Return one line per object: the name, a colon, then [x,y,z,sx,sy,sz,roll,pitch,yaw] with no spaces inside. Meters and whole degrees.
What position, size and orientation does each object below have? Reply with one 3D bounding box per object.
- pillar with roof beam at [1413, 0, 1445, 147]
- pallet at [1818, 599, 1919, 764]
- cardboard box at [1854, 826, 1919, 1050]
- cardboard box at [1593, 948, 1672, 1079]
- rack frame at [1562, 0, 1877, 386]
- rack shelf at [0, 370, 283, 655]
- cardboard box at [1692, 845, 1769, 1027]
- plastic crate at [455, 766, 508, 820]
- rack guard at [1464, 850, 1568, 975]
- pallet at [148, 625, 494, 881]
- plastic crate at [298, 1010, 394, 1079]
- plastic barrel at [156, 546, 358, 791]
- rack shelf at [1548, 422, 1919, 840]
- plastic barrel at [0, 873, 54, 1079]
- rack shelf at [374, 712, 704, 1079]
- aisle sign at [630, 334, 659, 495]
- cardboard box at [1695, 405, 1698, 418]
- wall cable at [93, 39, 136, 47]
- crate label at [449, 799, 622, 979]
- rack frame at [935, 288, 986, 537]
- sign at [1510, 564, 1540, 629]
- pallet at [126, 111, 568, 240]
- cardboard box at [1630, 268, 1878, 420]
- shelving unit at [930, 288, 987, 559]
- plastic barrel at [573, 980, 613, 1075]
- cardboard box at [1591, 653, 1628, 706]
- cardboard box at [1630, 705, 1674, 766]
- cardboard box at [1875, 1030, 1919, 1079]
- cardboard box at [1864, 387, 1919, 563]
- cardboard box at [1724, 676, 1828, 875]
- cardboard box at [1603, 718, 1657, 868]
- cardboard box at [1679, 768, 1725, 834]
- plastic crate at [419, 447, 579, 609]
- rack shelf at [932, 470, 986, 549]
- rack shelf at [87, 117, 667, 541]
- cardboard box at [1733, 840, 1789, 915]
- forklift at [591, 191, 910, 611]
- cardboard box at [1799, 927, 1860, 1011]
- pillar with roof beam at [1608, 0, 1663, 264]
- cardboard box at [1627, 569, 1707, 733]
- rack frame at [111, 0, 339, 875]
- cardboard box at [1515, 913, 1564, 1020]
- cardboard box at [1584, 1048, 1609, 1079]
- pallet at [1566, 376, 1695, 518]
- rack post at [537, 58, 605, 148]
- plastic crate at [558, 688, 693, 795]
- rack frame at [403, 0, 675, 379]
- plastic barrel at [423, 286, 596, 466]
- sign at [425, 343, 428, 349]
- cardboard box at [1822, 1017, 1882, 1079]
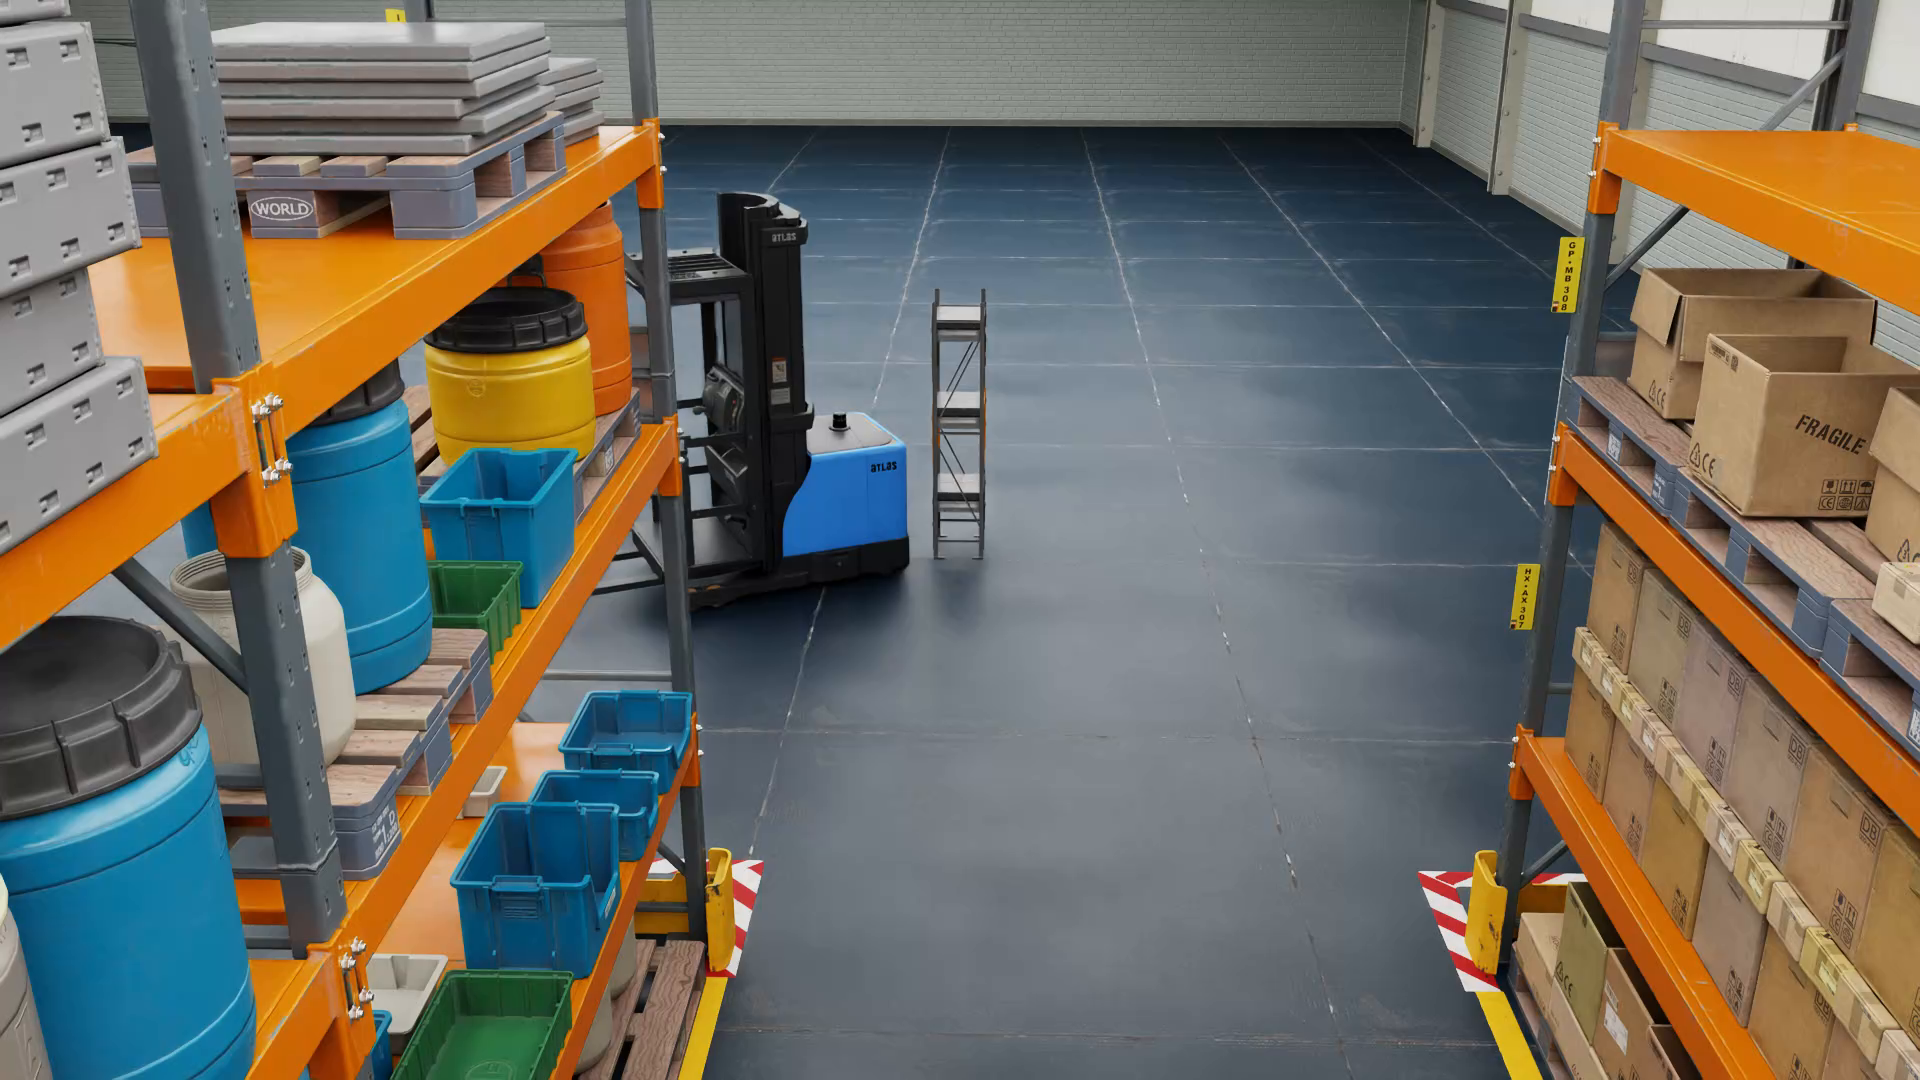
pillar with roof beam: [5.572,-12.663,34.018,9.100,9.000,0.400,1,21,2]
pallet: [3.046,0.493,4.381,1.003,0.211,1.213,1,21,2]
cardboard box: [3.067,1.164,4.744,0.700,0.500,0.500,1,21,1]
cardboard box: [2.913,2.002,6.699,0.500,0.500,0.500,1,21,2]
rack frame: [3.167,-2.084,6.754,1.000,3.000,0.127,1,21,2]
rack shelf: [-1.966,0.551,1.509,1.077,0.370,4.000,1,21,2]
cardboard box: [3.096,1.394,5.944,0.700,0.500,0.500,1,21,3]
plastic crate: [-2.132,1.100,7.206,0.298,0.136,0.250,1,21,2]
rack guard: [3.168,1.869,8.314,1.175,0.500,0.348,1,21,2]
pallet: [-1.981,0.531,4.423,1.213,0.211,1.003,1,21,2]
plastic crate: [-2.143,1.769,5.322,0.499,0.251,0.616,1,21,2]
plastic barrel: [-1.696,0.303,4.013,0.421,0.512,0.421,0,21,0]
rack shelf: [3.107,0.373,5.563,1.077,0.370,4.000,1,21,2]
plastic barrel: [-1.724,0.894,2.533,0.600,0.901,0.600,0,21,0]
rack shelf: [-1.844,1.715,6.250,1.077,0.370,4.000,1,21,2]
aisle sign: [-1.484,-0.578,7.572,0.394,0.787,0.004,1,21,2]
cardboard box: [2.955,-0.406,6.150,0.380,0.149,0.250,1,21,2]
wall cable: [-20.199,-12.565,38.058,3.097,2.526,0.112,1,21,2]
crate label: [-1.569,1.309,6.254,0.502,0.435,0.616,1,21,2]
rack frame: [0.002,-1.007,13.516,0.400,2.100,0.015,1,21,2]
sign: [2.613,0.264,7.690,0.100,0.325,0.005,1,21,2]
pallet: [-1.873,-1.160,5.186,1.003,0.211,1.213,1,21,2]
cardboard box: [3.146,-0.787,6.641,0.797,0.503,0.637,2,21,5]
shelving unit: [-0.005,-0.919,13.288,0.431,2.100,0.503,1,21,2]
plastic barrel: [-1.742,2.041,7.275,0.421,0.512,0.421,0,21,0]
cardboard box: [2.935,0.598,7.098,0.380,0.149,0.250,0,21,0]
cardboard box: [2.916,0.780,6.631,0.380,0.149,0.250,0,21,1]
cardboard box: [2.855,1.525,4.710,0.380,0.149,0.250,0,21,0]
cardboard box: [3.222,-0.143,4.980,0.797,0.503,0.637,3,21,8]
cardboard box: [3.099,0.802,5.676,0.700,0.500,0.500,1,21,2]
cardboard box: [3.129,1.024,6.897,0.700,0.500,0.500,1,21,3]
cardboard box: [2.903,0.969,6.144,0.380,0.149,0.250,0,21,1]
plastic crate: [-1.541,-0.042,5.658,0.392,0.384,0.575,1,21,2]
rack shelf: [-0.005,-0.254,13.546,0.431,0.518,0.480,1,21,2]
rack shelf: [-1.844,-0.895,5.237,1.077,0.370,4.000,1,21,2]
cardboard box: [2.885,1.154,5.667,0.380,0.149,0.250,1,21,3]
forklift: [-1.961,-1.050,12.477,3.031,2.935,1.130,-9,23,-22]
cardboard box: [2.873,1.341,5.184,0.380,0.149,0.250,1,21,1]
pillar with roof beam: [5.207,-8.324,22.836,9.100,9.000,0.400,1,21,2]
cardboard box: [3.128,0.439,6.612,0.700,0.500,0.500,0,21,0]
rack frame: [-1.905,-0.694,3.171,1.000,3.000,0.127,1,21,2]
cardboard box: [2.929,1.990,7.767,0.500,0.250,0.500,1,21,2]
cardboard box: [2.902,2.352,6.835,0.500,0.250,0.500,1,21,2]
pallet: [3.120,-0.389,6.655,1.003,0.211,1.213,1,21,2]
rack post: [-1.934,-1.635,6.288,0.937,0.300,0.954,3,21,7]
plastic crate: [-1.500,0.910,7.535,0.499,0.251,0.616,1,21,2]
rack frame: [-1.783,-2.140,6.898,1.000,3.000,0.127,1,21,2]
plastic barrel: [-1.691,-0.612,6.265,0.600,0.588,0.600,0,21,0]
sign: [-2.333,-0.754,7.459,0.100,0.325,0.005,1,21,2]
cardboard box: [3.063,1.761,4.999,0.700,0.500,0.500,0,21,1]
